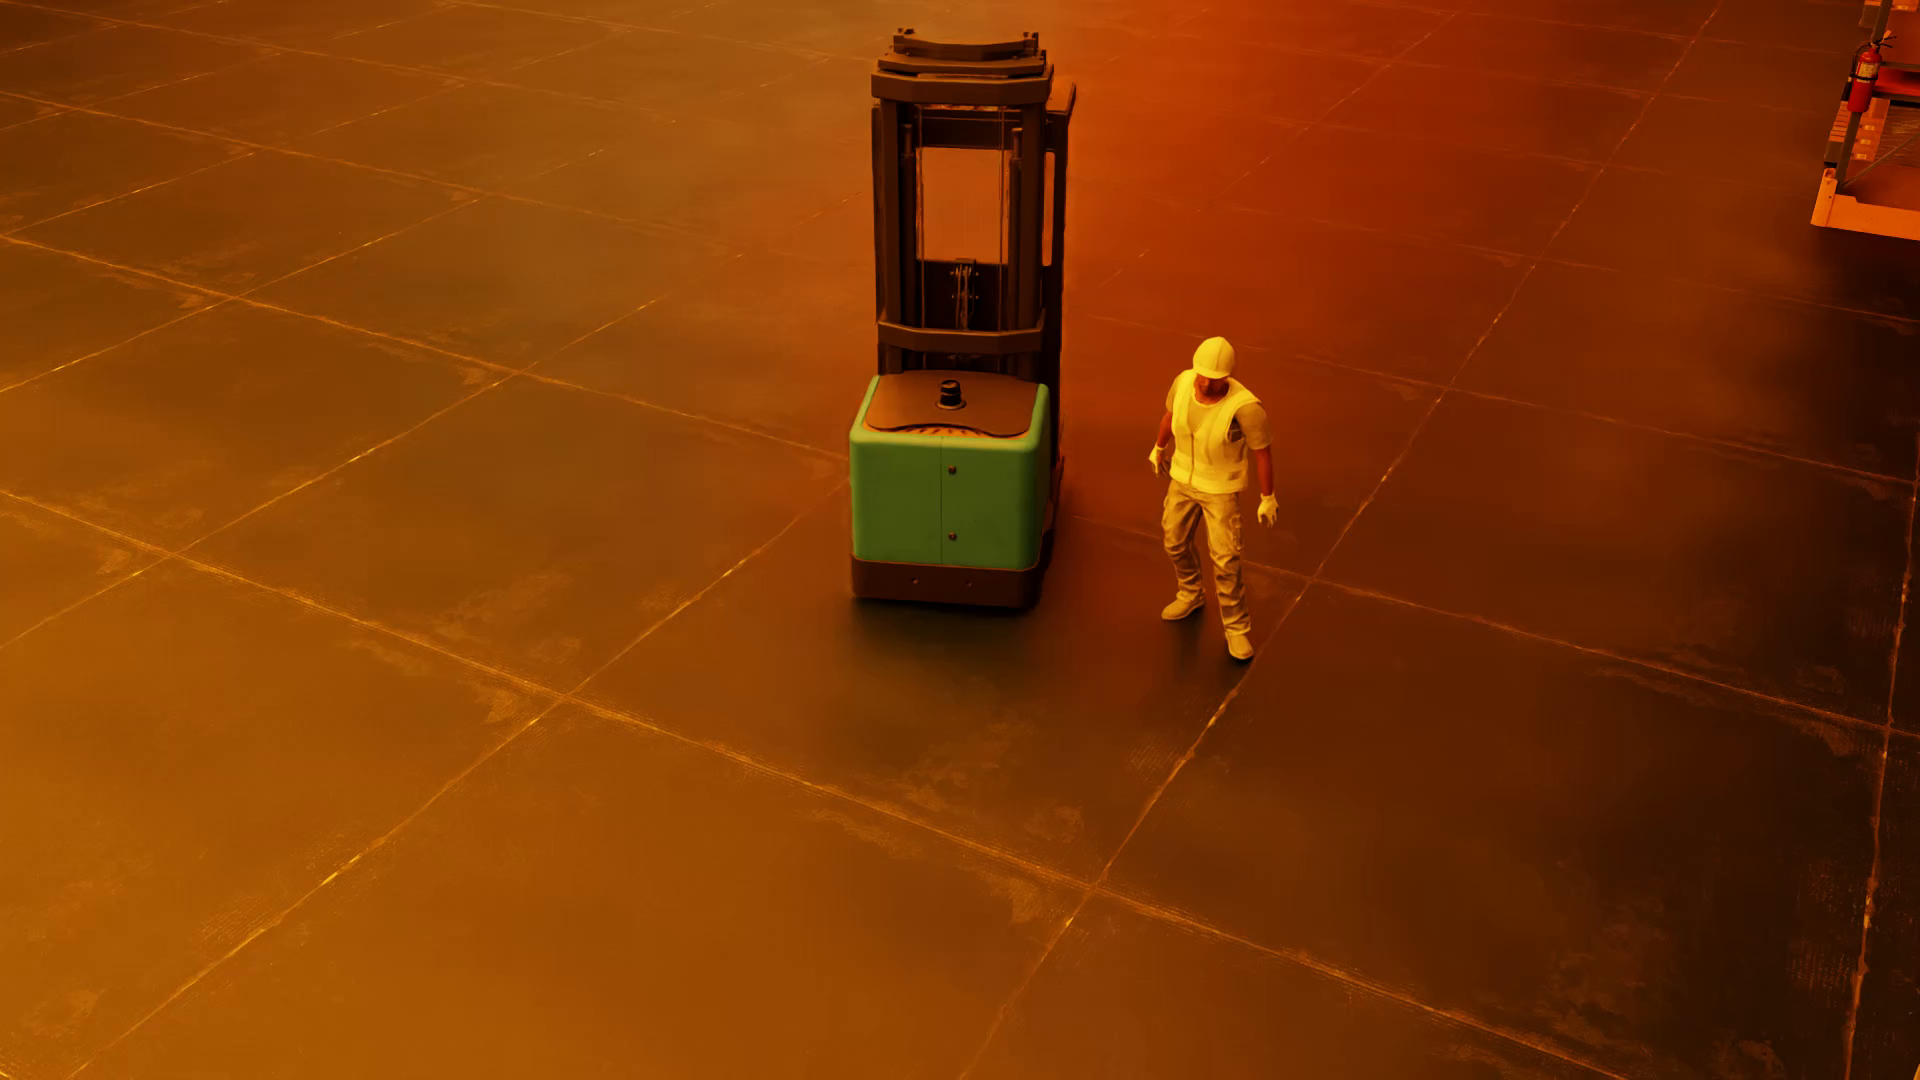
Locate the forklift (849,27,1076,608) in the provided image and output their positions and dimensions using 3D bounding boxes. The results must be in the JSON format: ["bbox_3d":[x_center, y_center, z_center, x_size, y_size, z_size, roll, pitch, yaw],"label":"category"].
[{"bbox_3d":[0.083,-1.609,9.858,1.130,2.935,3.031,4,30,6],"label":"forklift"}]

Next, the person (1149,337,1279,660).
[{"bbox_3d":[1.295,-0.283,8.763,0.881,1.745,0.449,26,39,37],"label":"person"}]
